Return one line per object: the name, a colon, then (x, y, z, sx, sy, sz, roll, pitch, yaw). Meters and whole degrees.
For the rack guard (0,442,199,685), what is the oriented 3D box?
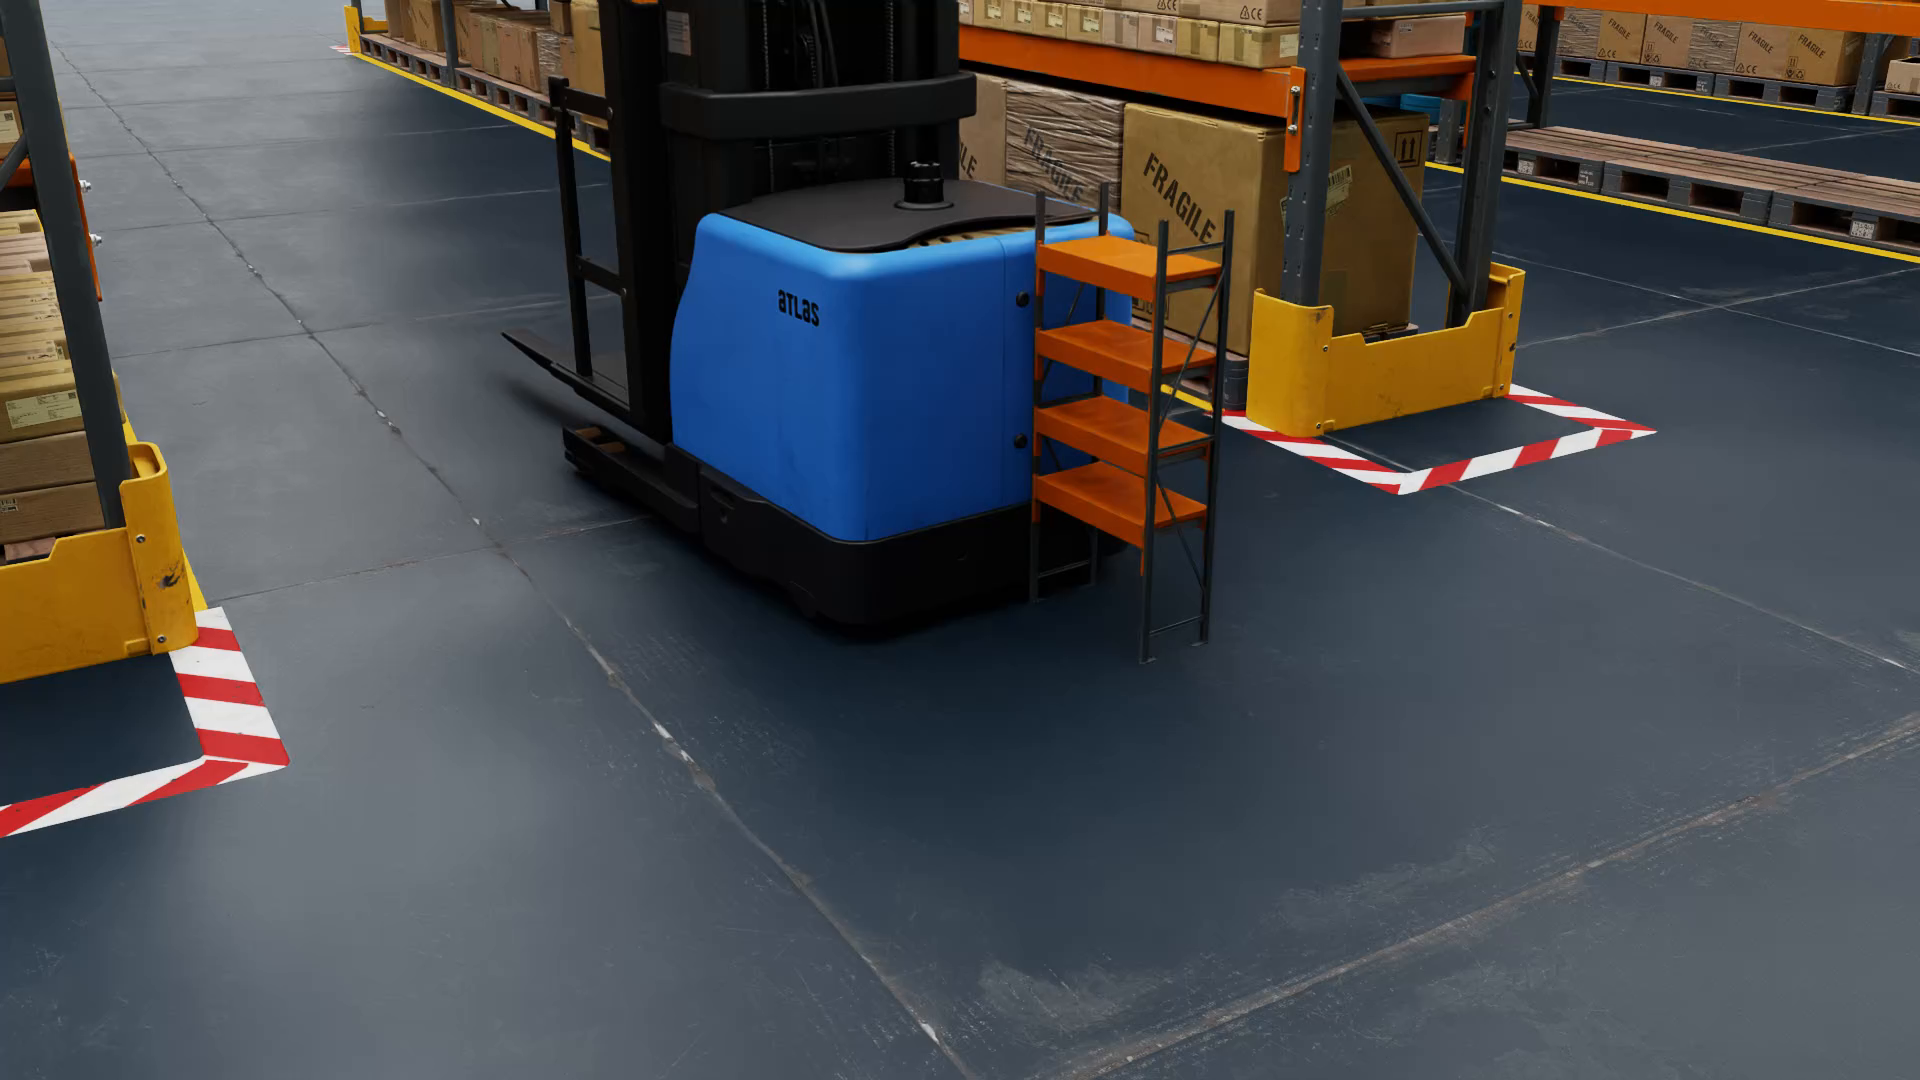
rack guard: (-2.686, 0.116, 4.363, 1.175, 0.500, 0.348, -13, 25, -28)

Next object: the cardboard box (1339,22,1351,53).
cardboard box: (1.638, -2.084, 6.788, 0.380, 0.149, 0.250, -13, 25, -29)

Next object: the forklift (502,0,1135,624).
forklift: (-0.744, -1.623, 5.413, 1.130, 2.935, 3.031, -15, 26, -32)

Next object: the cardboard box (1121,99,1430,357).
cardboard box: (1.272, -1.341, 6.891, 0.875, 0.875, 0.875, -13, 25, -28)

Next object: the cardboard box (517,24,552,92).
cardboard box: (-3.368, -4.147, 14.266, 0.700, 0.500, 0.500, -10, 24, -24)

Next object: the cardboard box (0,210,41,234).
cardboard box: (-3.987, -1.243, 6.823, 0.380, 0.149, 0.250, -13, 25, -29)

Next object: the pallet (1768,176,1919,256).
pallet: (5.538, -1.874, 9.643, 1.003, 0.211, 1.213, -13, 25, -28)

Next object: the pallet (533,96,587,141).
pallet: (-2.816, -3.490, 13.618, 1.003, 0.211, 1.213, -13, 25, -28)

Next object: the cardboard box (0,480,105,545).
cardboard box: (-2.640, -0.123, 4.858, 0.380, 0.149, 0.250, -12, 25, -27)

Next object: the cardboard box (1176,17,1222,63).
cardboard box: (1.069, -1.958, 6.480, 0.380, 0.149, 0.250, -12, 25, -28)

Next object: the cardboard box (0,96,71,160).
cardboard box: (-2.531, -1.069, 4.292, 0.380, 0.149, 0.250, -13, 25, -29)

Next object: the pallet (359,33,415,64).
pallet: (-6.081, -5.532, 18.642, 1.003, 0.211, 1.213, -13, 25, -28)

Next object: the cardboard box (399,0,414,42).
cardboard box: (-5.865, -5.763, 18.268, 0.500, 0.500, 0.500, -6, 23, -14)

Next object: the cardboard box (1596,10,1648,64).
cardboard box: (6.611, -4.945, 16.229, 0.500, 0.500, 0.500, -13, 25, -29)

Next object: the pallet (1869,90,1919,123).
pallet: (8.493, -3.624, 13.947, 1.003, 0.211, 1.213, -13, 25, -28)

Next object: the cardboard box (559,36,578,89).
cardboard box: (-2.778, -3.788, 13.382, 0.700, 0.500, 0.500, -14, 26, -31)

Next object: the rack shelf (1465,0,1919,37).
rack shelf: (4.905, -3.206, 10.171, 1.077, 0.370, 4.000, -13, 25, -28)

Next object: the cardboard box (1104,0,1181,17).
cardboard box: (0.934, -2.278, 6.735, 0.500, 0.250, 0.500, -13, 26, -29)

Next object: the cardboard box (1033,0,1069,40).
cardboard box: (0.547, -2.289, 7.293, 0.380, 0.149, 0.250, -13, 25, -28)

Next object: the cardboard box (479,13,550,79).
cardboard box: (-3.939, -4.509, 15.155, 0.700, 0.500, 0.500, -13, 25, -29)

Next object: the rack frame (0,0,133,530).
rack frame: (-2.647, -1.018, 3.832, 1.000, 3.000, 0.127, -13, 25, -28)

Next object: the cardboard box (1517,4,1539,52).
cardboard box: (6.087, -5.276, 17.045, 0.500, 0.500, 0.500, -11, 25, -26)

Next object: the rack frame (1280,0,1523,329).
rack frame: (1.668, -1.939, 6.099, 1.000, 3.000, 0.127, -13, 25, -28)

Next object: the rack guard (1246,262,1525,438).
rack guard: (1.680, -0.773, 6.550, 1.175, 0.500, 0.348, -13, 25, -28)

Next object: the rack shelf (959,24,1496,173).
rack shelf: (0.647, -2.253, 7.827, 1.077, 0.370, 4.000, -13, 25, -28)

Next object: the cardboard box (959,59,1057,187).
cardboard box: (0.353, -1.924, 8.325, 0.875, 0.875, 0.875, -13, 25, -28)

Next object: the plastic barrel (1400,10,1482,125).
plastic barrel: (3.620, -3.588, 12.385, 0.600, 0.901, 0.708, -13, 25, -28)

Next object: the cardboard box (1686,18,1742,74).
cardboard box: (7.144, -4.613, 15.412, 0.500, 0.500, 0.500, -12, 25, -28)

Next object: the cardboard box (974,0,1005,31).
cardboard box: (0.288, -2.454, 7.698, 0.380, 0.149, 0.250, -13, 26, -30)

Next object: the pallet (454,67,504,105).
pallet: (-4.063, -4.280, 15.561, 1.003, 0.211, 1.213, -13, 25, -28)

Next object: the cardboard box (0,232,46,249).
cardboard box: (-3.704, -1.074, 6.408, 0.380, 0.149, 0.250, -14, 26, -31)

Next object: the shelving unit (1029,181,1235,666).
shelving unit: (0.444, -0.319, 4.504, 0.258, 1.200, 0.503, -15, 26, -32)

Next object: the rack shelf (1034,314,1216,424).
rack shelf: (0.444, -0.464, 4.445, 0.258, 0.148, 0.480, -15, 26, -32)

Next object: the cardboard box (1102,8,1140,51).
cardboard box: (0.814, -2.121, 6.880, 0.380, 0.149, 0.250, -12, 25, -27)

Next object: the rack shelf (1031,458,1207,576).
rack shelf: (0.444, -0.073, 4.604, 0.258, 0.148, 0.480, -15, 26, -32)

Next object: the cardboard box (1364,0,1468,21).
cardboard box: (1.655, -2.215, 6.581, 0.500, 0.250, 0.500, -13, 26, -30)

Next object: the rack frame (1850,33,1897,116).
rack frame: (8.143, -5.138, 13.969, 1.000, 3.000, 0.127, -13, 25, -28)

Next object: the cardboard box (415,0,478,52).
cardboard box: (-5.315, -5.367, 17.294, 0.500, 0.500, 0.500, -15, 27, -33)

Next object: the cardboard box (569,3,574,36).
cardboard box: (-2.786, -4.133, 13.236, 0.500, 0.250, 0.500, -11, 25, -26)

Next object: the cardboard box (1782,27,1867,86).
cardboard box: (7.645, -4.289, 14.614, 0.500, 0.500, 0.500, -13, 25, -29)

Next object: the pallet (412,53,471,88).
pallet: (-4.835, -4.742, 16.699, 1.003, 0.211, 1.213, -13, 25, -28)

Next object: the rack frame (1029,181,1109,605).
rack frame: (0.304, -0.395, 4.689, 0.240, 1.200, 0.015, -15, 26, -32)

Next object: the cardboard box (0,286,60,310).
cardboard box: (-3.217, -0.730, 5.563, 0.380, 0.149, 0.250, -12, 25, -26)

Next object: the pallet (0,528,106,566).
pallet: (-3.071, -0.020, 5.081, 1.003, 0.211, 1.213, -13, 25, -28)

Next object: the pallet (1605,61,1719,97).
pallet: (7.068, -4.498, 16.097, 1.003, 0.211, 1.213, -13, 25, -28)

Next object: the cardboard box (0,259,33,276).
cardboard box: (-3.523, -0.887, 5.949, 0.380, 0.149, 0.250, -13, 25, -28)

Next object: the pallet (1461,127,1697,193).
pallet: (4.292, -2.664, 11.586, 1.003, 0.211, 1.213, -13, 25, -28)

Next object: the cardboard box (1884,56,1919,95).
cardboard box: (8.172, -3.919, 13.956, 0.500, 0.311, 0.500, -13, 25, -28)

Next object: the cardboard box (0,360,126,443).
cardboard box: (-2.623, -0.402, 4.756, 0.380, 0.149, 0.250, -14, 26, -31)

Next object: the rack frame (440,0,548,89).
rack frame: (-4.462, -5.824, 15.656, 1.000, 3.000, 0.127, -13, 25, -28)

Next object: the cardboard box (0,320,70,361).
cardboard box: (-2.886, -0.574, 5.180, 0.380, 0.149, 0.250, -13, 25, -28)

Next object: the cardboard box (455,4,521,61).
cardboard box: (-4.632, -4.997, 16.385, 0.500, 0.500, 0.500, -13, 26, -30)
